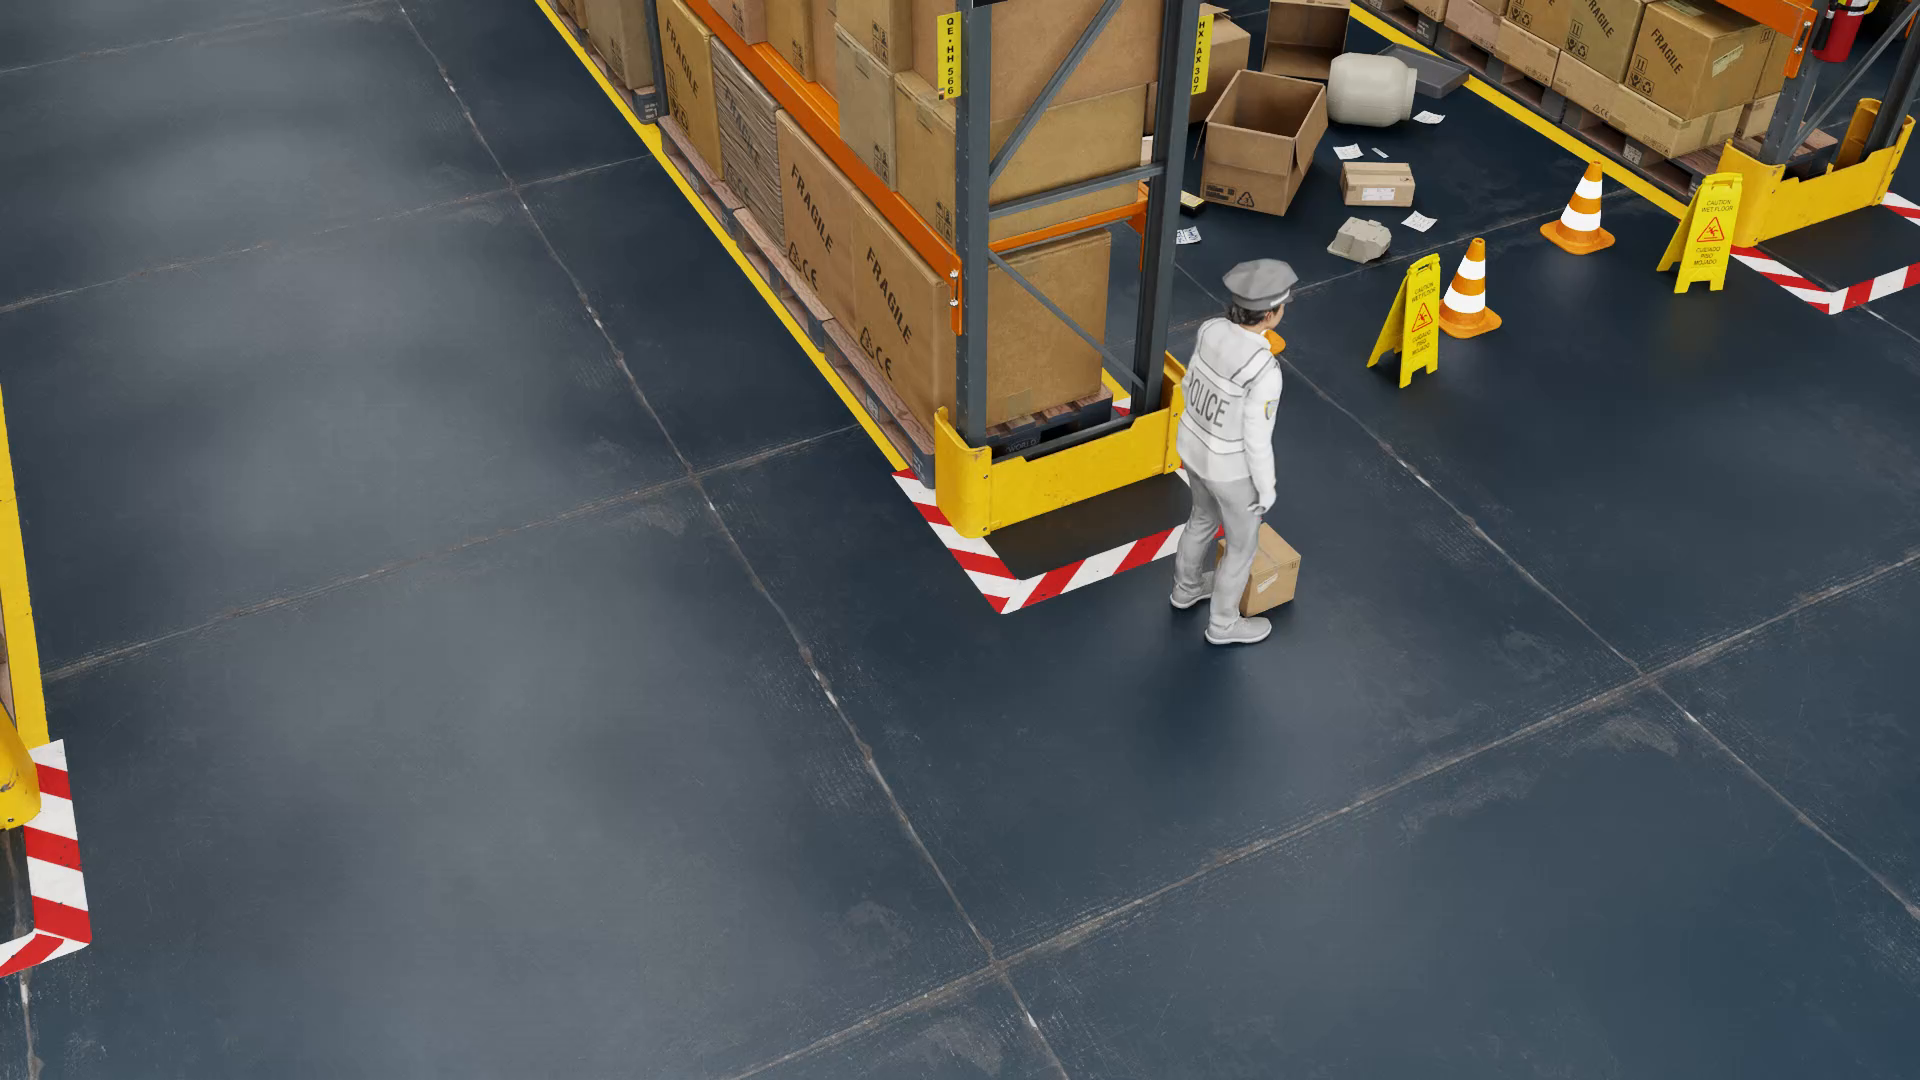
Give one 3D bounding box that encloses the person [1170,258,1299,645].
[{"bbox_3d":[1.052,-0.318,6.516,0.376,1.663,0.526,-19,45,-20],"label":"person"}]
